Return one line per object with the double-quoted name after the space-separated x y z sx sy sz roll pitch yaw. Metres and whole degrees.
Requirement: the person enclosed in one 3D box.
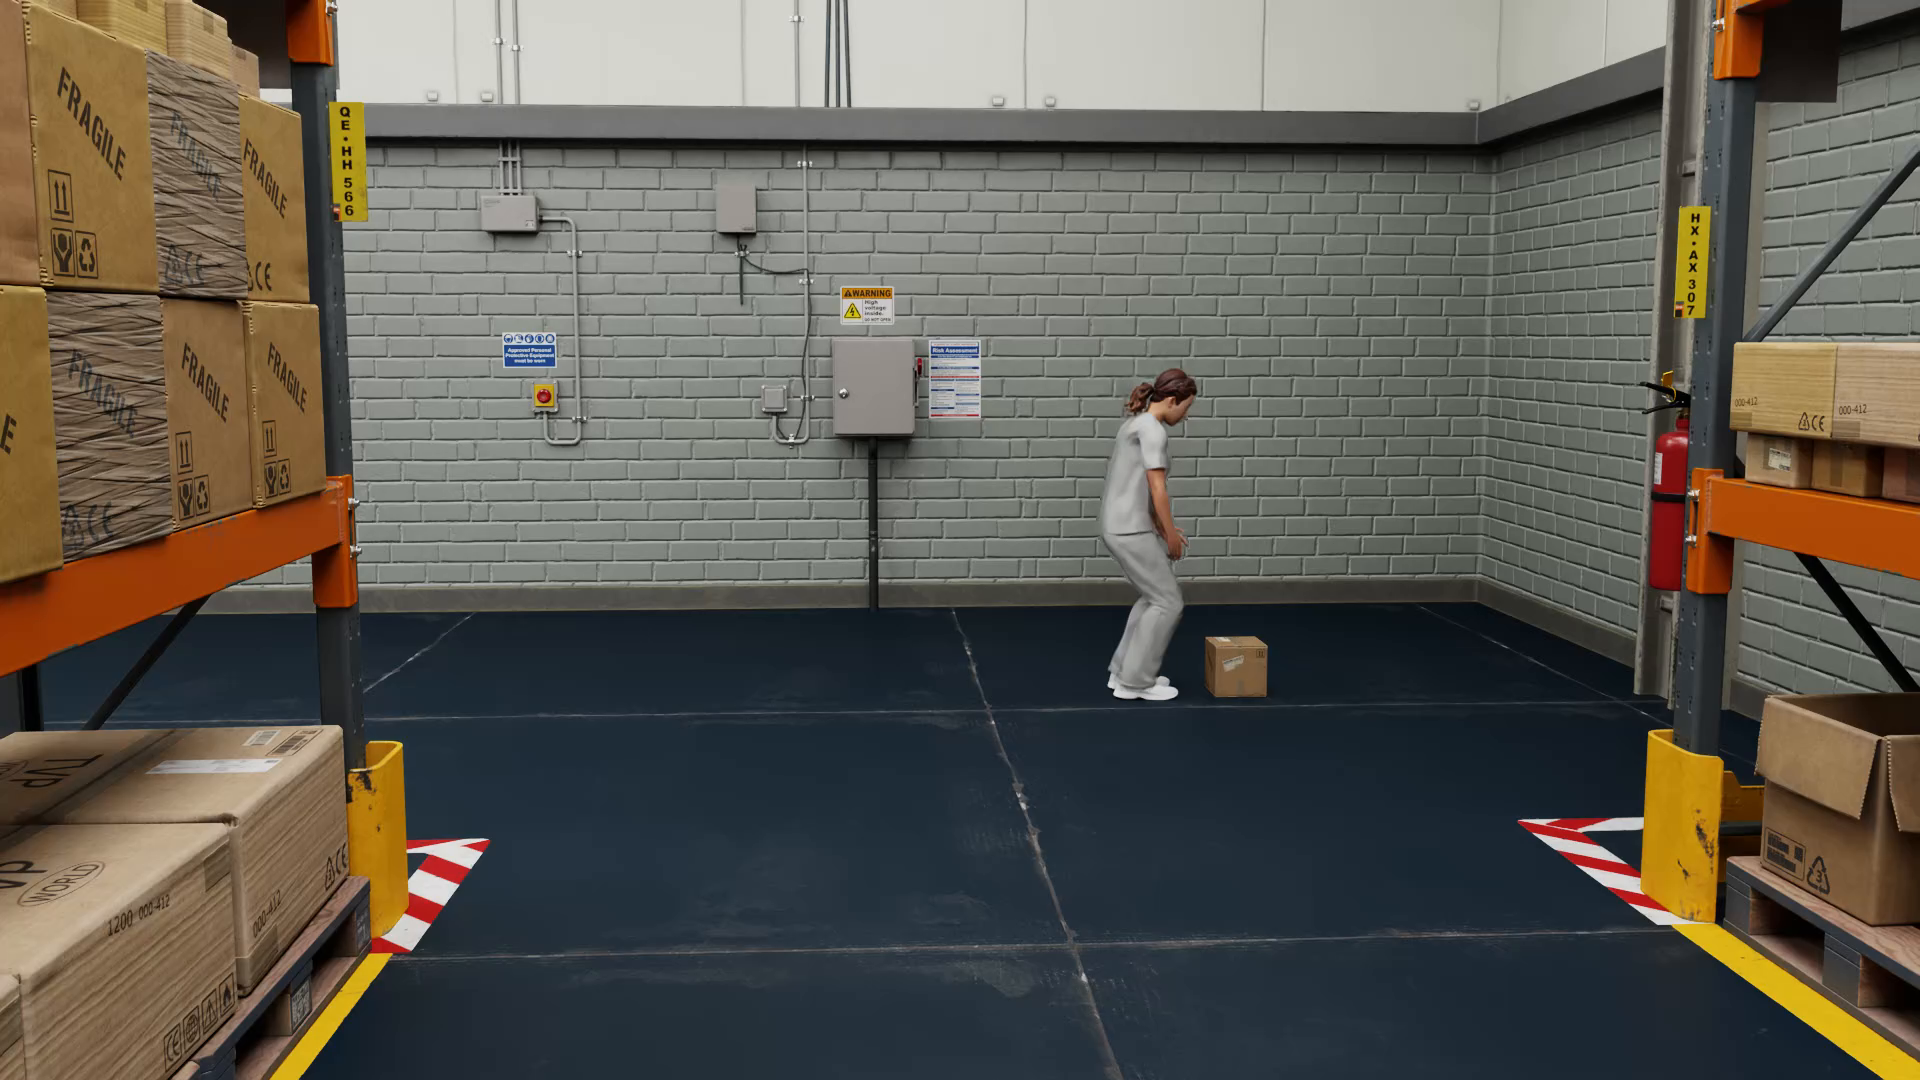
0.897 -0.035 8.003 0.467 1.573 0.475 0 7 -2 "person"
